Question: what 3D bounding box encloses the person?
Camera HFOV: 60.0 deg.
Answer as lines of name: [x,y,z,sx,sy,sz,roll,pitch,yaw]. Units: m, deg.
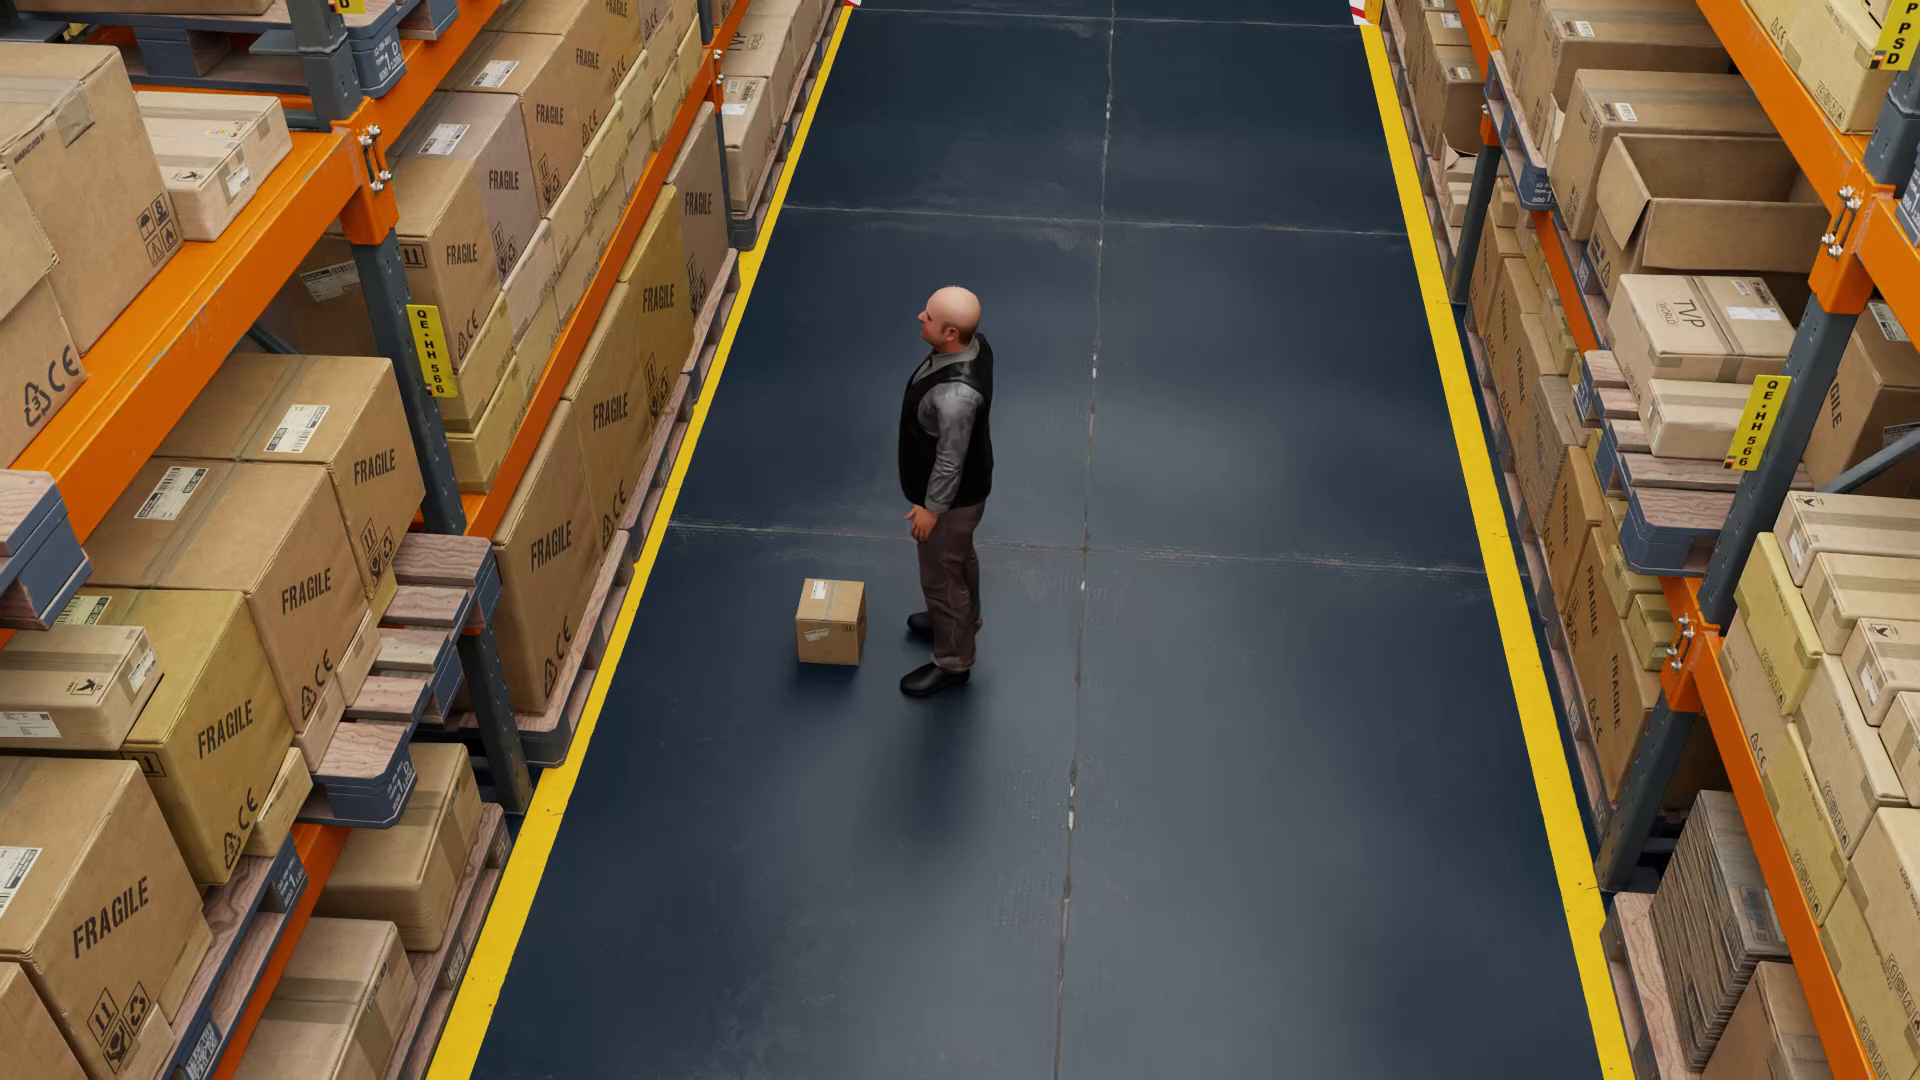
person: [-0.055,-0.202,6.401,0.364,1.742,0.559,4,40,4]
